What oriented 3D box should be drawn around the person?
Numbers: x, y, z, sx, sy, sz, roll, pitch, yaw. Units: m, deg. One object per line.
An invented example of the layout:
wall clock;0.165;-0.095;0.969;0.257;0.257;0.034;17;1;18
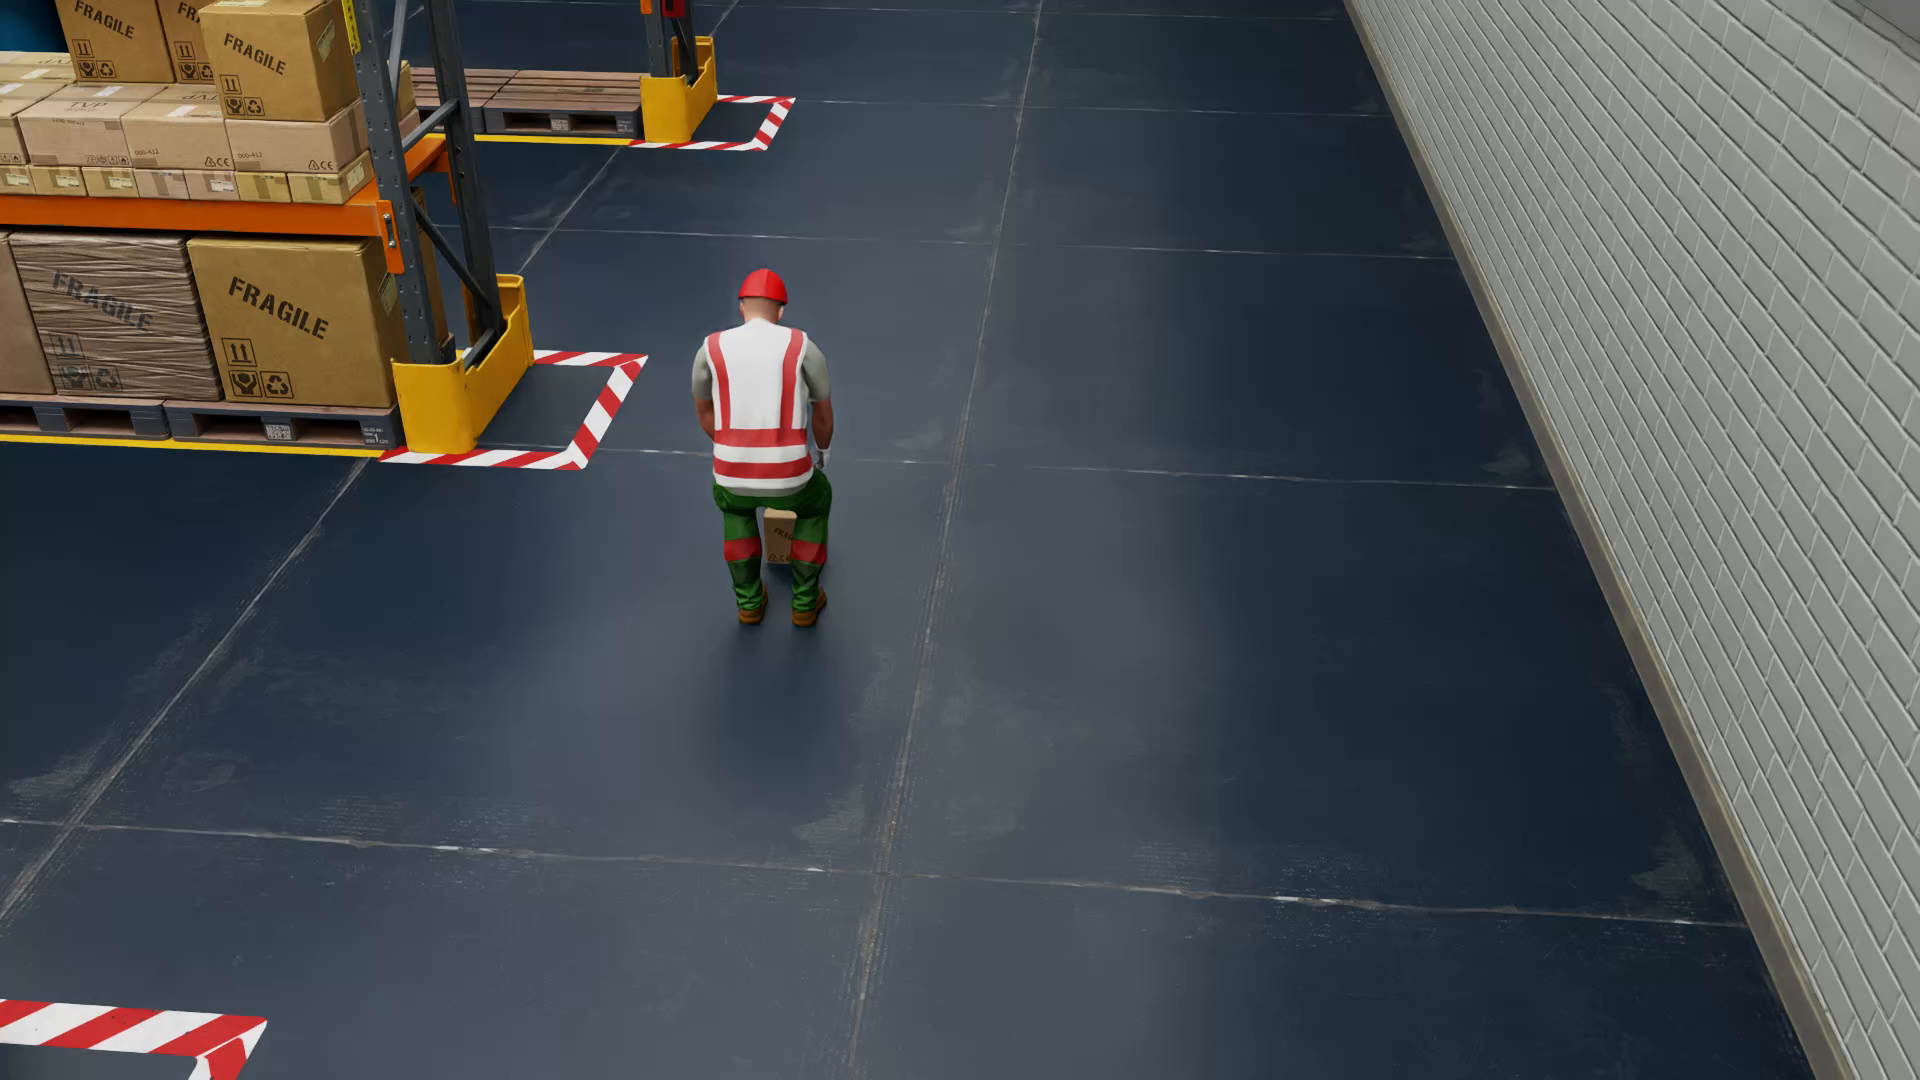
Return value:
person;-0.828;-0.358;6.995;0.582;1.471;0.731;3;32;4
